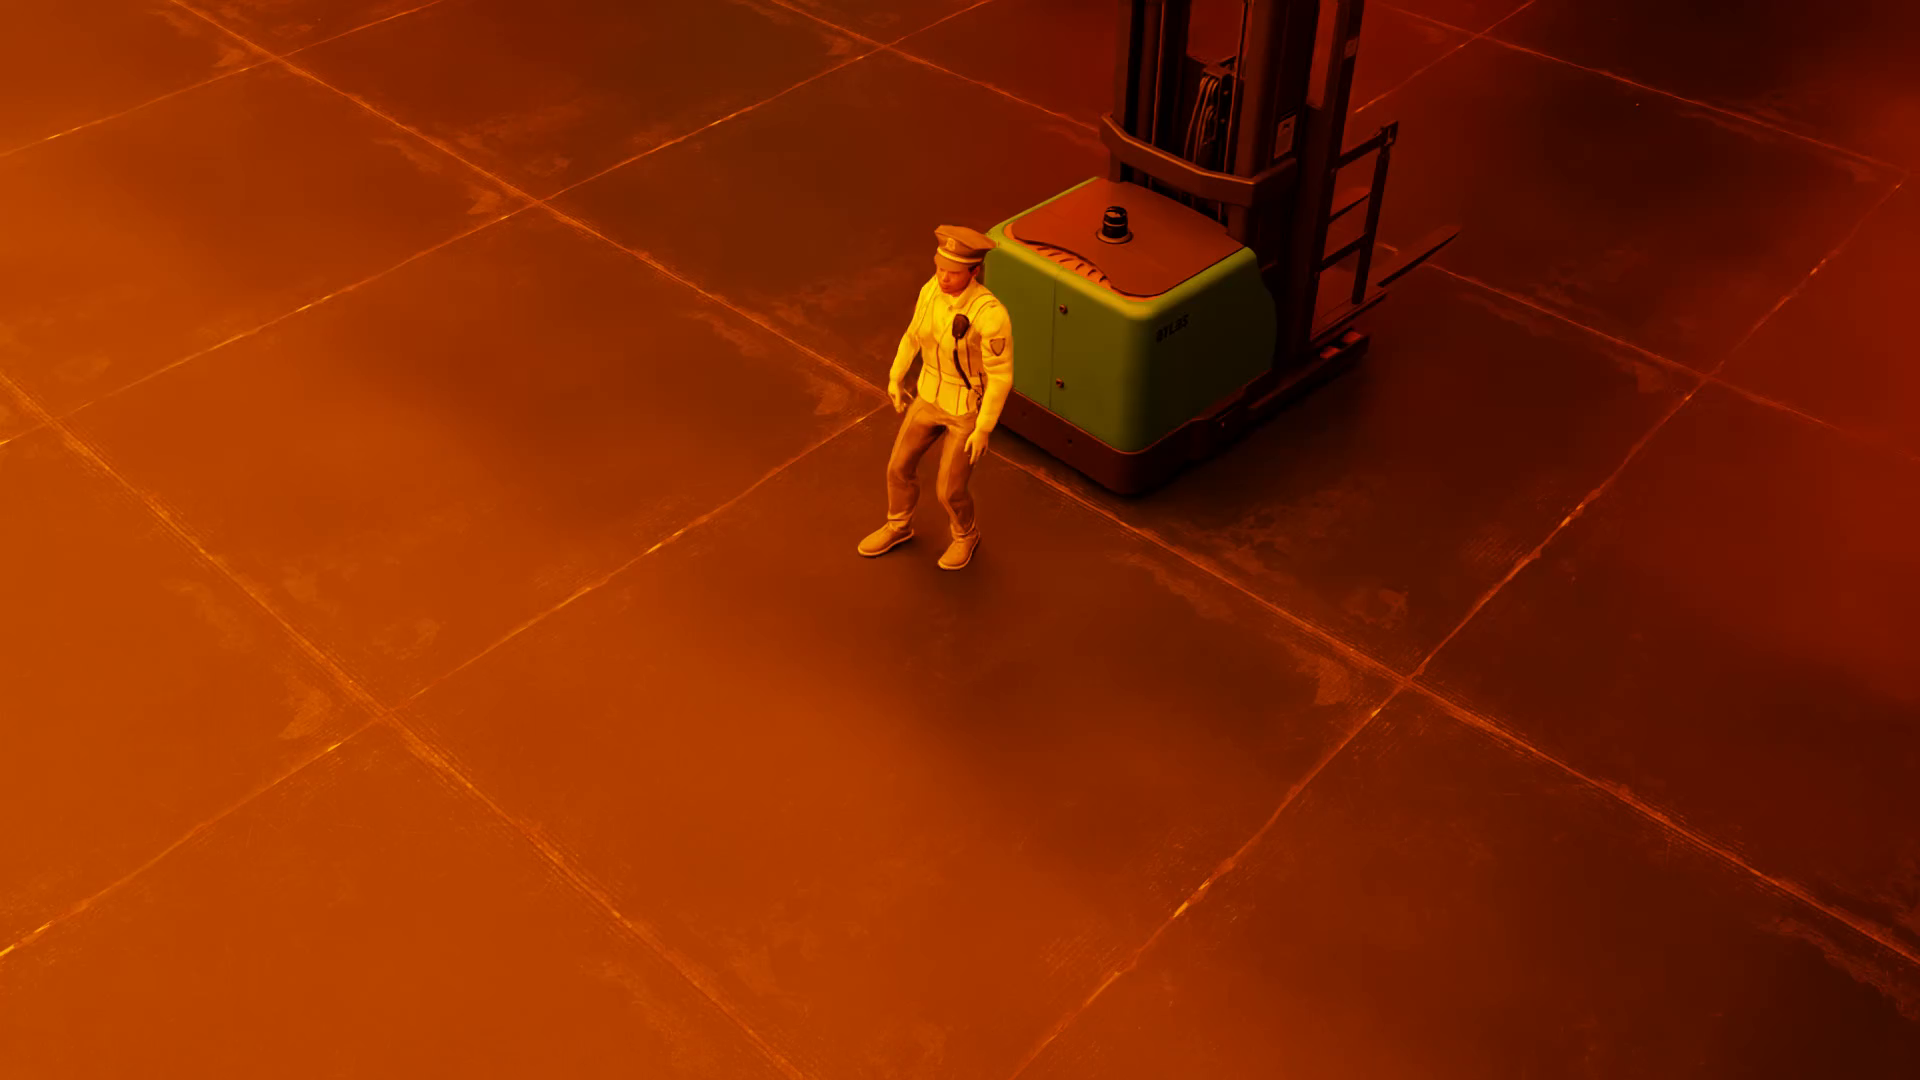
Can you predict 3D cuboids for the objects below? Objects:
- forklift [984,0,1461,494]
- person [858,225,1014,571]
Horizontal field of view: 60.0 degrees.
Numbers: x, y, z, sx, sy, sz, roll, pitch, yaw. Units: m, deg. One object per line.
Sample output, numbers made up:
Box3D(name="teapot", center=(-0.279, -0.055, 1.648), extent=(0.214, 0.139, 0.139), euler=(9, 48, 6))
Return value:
Box3D(name="forklift", center=(1.509, -2.174, 7.962), extent=(3.031, 2.935, 1.130), euler=(-32, 50, -32))
Box3D(name="person", center=(-0.095, -0.559, 7.074), extent=(0.636, 1.667, 0.527), euler=(32, 50, 32))
